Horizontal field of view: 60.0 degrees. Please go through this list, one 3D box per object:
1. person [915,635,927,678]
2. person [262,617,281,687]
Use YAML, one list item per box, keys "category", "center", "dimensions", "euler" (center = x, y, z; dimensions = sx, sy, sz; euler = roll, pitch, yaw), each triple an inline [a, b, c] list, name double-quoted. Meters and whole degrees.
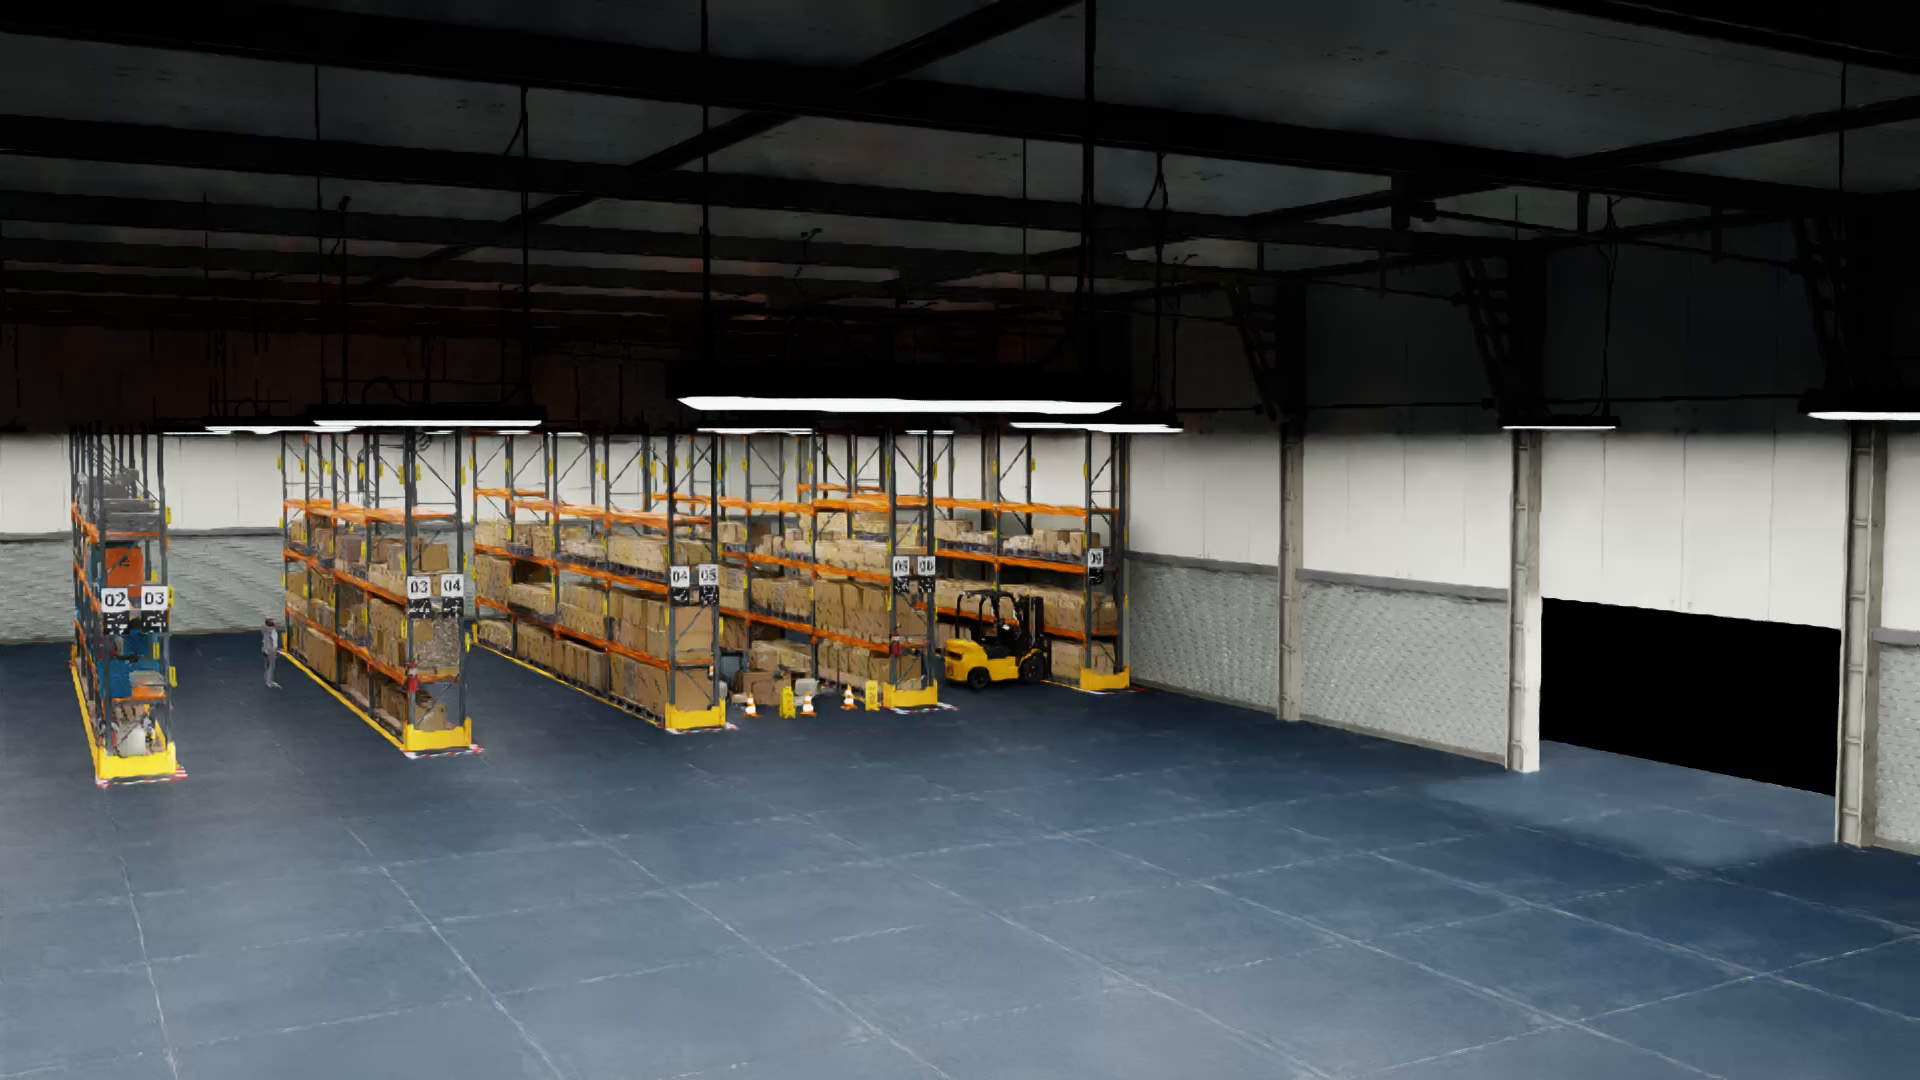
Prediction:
- category: "person"
  center: [-1.001, 2.471, 39.529]
  dimensions: [0.450, 1.599, 0.467]
  euler: [0, 4, 1]
- category: "person"
  center: [-15.773, 2.561, 38.079]
  dimensions: [0.469, 1.598, 0.399]
  euler: [2, 4, 28]
